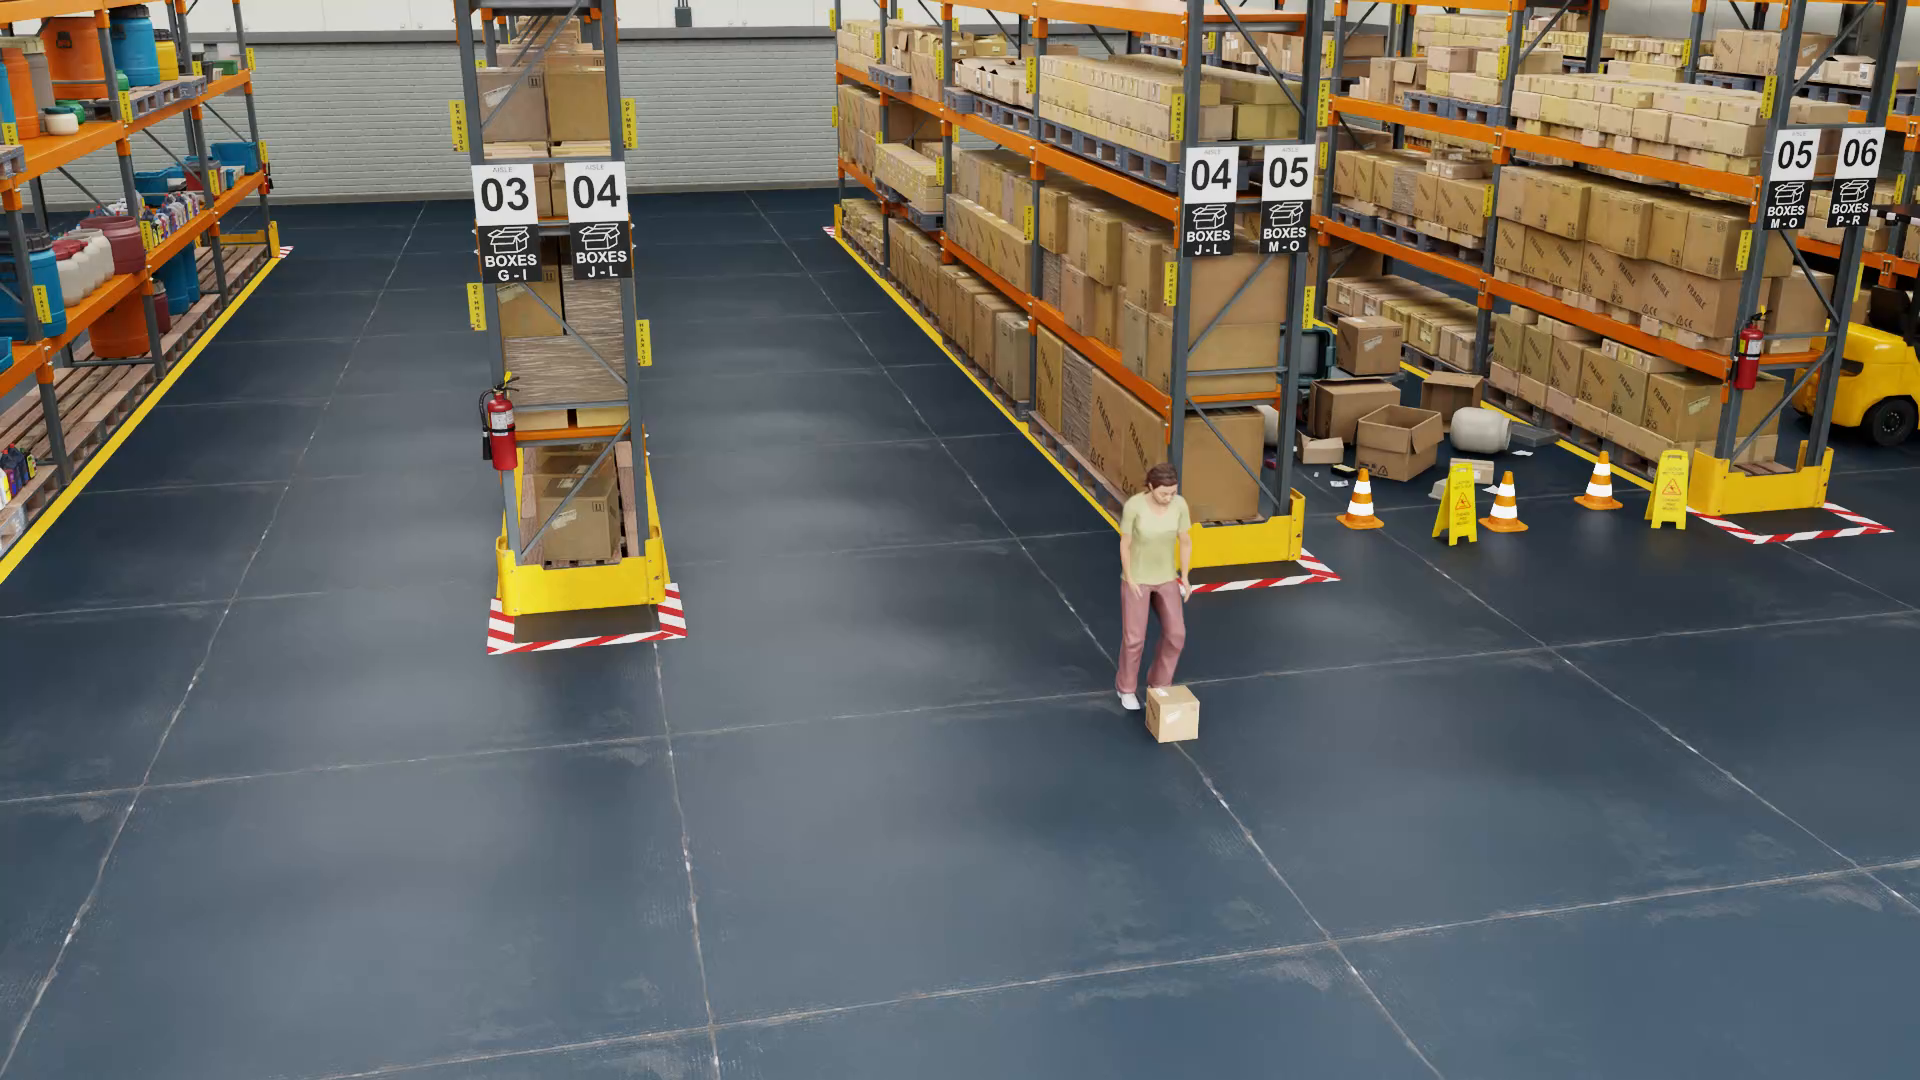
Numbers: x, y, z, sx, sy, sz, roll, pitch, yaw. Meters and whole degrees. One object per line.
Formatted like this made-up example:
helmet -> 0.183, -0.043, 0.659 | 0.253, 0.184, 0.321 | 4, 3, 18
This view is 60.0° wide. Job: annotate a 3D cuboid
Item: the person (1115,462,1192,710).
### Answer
person -> 1.222, 0.268, 10.411 | 0.470, 1.627, 0.388 | -4, 20, -11
